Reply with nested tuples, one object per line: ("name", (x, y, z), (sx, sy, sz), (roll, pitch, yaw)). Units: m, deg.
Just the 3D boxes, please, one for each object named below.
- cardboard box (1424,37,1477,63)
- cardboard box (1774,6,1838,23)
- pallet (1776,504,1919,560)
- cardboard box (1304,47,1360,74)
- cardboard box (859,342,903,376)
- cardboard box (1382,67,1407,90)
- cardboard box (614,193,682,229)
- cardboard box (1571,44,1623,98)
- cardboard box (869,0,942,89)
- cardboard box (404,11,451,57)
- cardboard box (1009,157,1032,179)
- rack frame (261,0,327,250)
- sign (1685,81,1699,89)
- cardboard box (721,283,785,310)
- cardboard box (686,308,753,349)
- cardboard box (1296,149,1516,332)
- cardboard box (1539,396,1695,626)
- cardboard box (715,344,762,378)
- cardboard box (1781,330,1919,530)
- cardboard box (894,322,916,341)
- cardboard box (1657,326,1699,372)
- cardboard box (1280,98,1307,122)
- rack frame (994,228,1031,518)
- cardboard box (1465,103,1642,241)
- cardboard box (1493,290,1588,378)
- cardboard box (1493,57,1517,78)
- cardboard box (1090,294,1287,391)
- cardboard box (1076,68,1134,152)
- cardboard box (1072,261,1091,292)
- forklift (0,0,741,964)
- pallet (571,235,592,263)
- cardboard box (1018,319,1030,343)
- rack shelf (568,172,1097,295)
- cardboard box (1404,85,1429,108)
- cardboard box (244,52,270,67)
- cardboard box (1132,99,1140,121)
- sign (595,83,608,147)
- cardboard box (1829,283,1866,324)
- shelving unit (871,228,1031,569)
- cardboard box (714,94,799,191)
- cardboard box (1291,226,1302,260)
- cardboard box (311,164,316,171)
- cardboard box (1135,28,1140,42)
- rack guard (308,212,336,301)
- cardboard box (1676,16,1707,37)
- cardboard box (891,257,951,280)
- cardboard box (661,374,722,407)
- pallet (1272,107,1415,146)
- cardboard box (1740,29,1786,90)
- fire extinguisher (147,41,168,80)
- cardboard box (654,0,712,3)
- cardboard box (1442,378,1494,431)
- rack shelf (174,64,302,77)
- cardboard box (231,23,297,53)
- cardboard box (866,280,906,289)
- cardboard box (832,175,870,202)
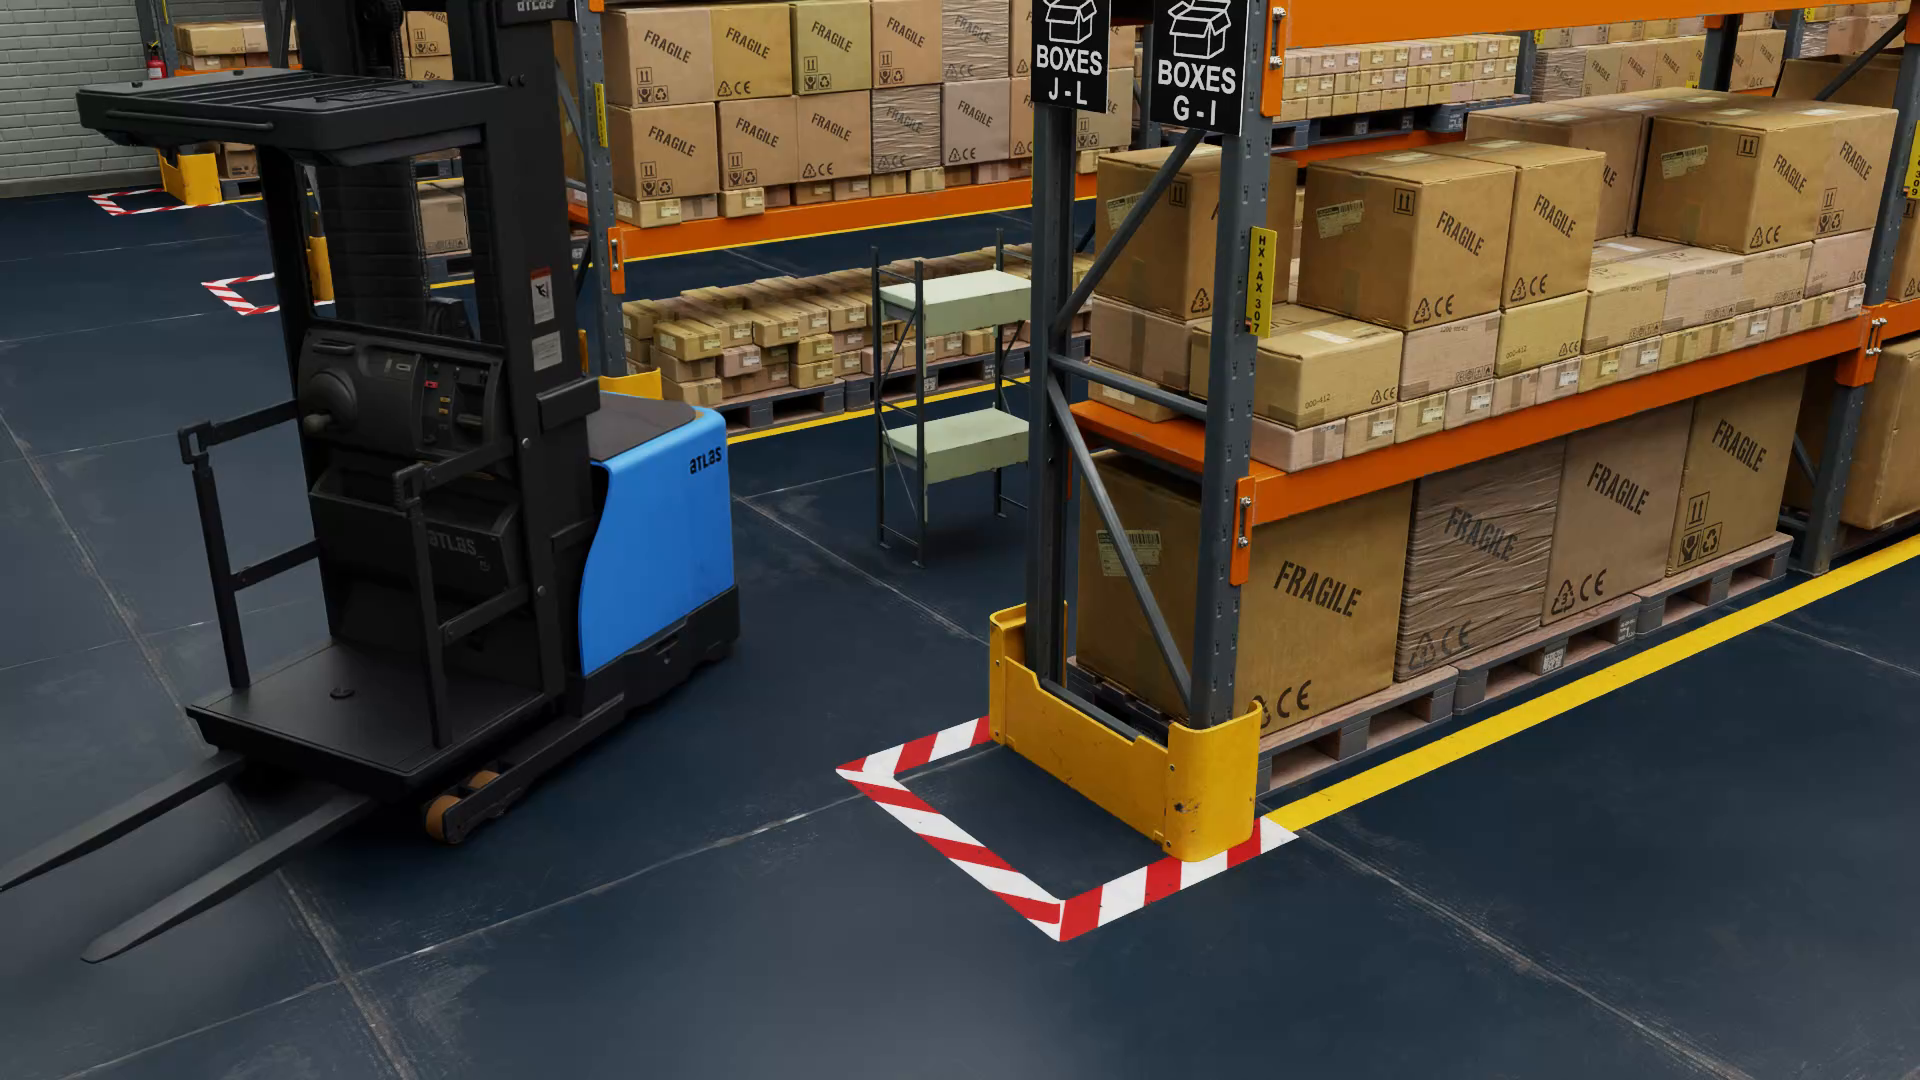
("cardboard box", (3.719, -3.752, 12.720), (0.250, 0.149, 0.380), (-14, 26, -31))
("cardboard box", (7.834, -5.258, 15.866), (0.550, 0.550, 0.875), (-15, 26, -33))
("pallet", (4.417, -0.266, 8.778), (1.213, 0.211, 1.003), (-15, 26, -33))
("cardboard box", (2.658, -3.467, 12.008), (0.250, 0.149, 0.380), (-14, 26, -31))
("cardboard box", (-0.576, -1.179, 10.583), (0.250, 0.149, 0.380), (-16, 27, -35))
("cardboard box", (3.086, -3.444, 12.351), (0.250, 0.149, 0.380), (-14, 26, -32))
("cardboard box", (-1.772, -1.874, 9.386), (0.250, 0.149, 0.380), (-15, 26, -33))
("cardboard box", (5.200, -3.925, 14.049), (0.500, 0.500, 0.500), (-15, 26, -33))
("cardboard box", (-0.454, -3.014, 10.018), (0.500, 0.500, 0.500), (-16, 27, -34))
("cardboard box", (-4.228, -4.130, 13.215), (0.500, 0.500, 0.500), (-16, 27, -34))
("cardboard box", (0.279, -2.473, 10.885), (0.250, 0.149, 0.380), (-16, 27, -34))
("rack frame", (-5.200, -3.487, 13.088), (0.127, 3.000, 1.000), (-15, 26, -33))
("sign", (3.510, -2.034, 7.990), (0.005, 0.325, 0.100), (-15, 26, -33))
("cardboard box", (-1.324, -1.526, 10.651), (0.250, 0.149, 0.380), (-16, 27, -35))
("cardboard box", (-1.449, -1.274, 10.019), (0.250, 0.149, 0.380), (-14, 26, -32))
("cardboard box", (1.541, -1.053, 5.778), (0.500, 0.500, 0.500), (-16, 27, -34))
("cardboard box", (2.522, -0.266, 7.316), (0.875, 0.875, 0.875), (-15, 26, -33))
("cardboard box", (-1.396, -1.107, 10.002), (0.250, 0.149, 0.380), (-15, 26, -33))
("cardboard box", (4.343, -0.724, 8.464), (0.875, 0.875, 1.225), (-15, 26, -33))
("cardboard box", (-0.397, -1.422, 10.792), (0.250, 0.149, 0.380), (-14, 25, -30))
("cardboard box", (2.736, -0.812, 6.723), (0.250, 0.149, 0.380), (-15, 26, -34))
("cardboard box", (2.240, -3.079, 11.839), (0.250, 0.149, 0.380), (-15, 26, -32))
("rack frame", (0.303, -0.777, 8.321), (0.023, 1.500, 0.400), (-15, 26, -33))
("cardboard box", (2.473, -1.543, 7.005), (0.500, 0.500, 0.500), (-16, 27, -34))
("cardboard box", (1.963, -0.819, 6.202), (0.500, 0.250, 0.500), (-16, 27, -35))
("cardboard box", (4.132, -3.724, 13.052), (0.250, 0.149, 0.380), (-14, 26, -32))
("cardboard box", (0.826, -0.759, 6.052), (0.500, 0.250, 0.500), (-15, 26, -34))
("cardboard box", (0.793, -2.880, 11.031), (0.500, 0.500, 0.500), (-15, 26, -33))
("cardboard box", (0.699, -1.810, 11.363), (0.250, 0.149, 0.380), (-15, 26, -32))
("forklift", (-2.076, -0.498, 5.689), (1.130, 2.935, 3.031), (11, 24, 26))
("pallet", (-3.607, -2.651, 14.755), (1.213, 0.211, 1.003), (-15, 26, -33))
("cardboard box", (0.464, -1.461, 11.291), (0.250, 0.149, 0.380), (-16, 27, -35))
("rack shelf", (-0.603, -2.118, 10.629), (4.000, 0.370, 1.077), (-15, 26, -33))
("cardboard box", (3.302, -3.364, 12.552), (0.250, 0.149, 0.380), (-16, 27, -35))
("cardboard box", (-7.302, -4.988, 17.187), (0.250, 0.149, 0.380), (-15, 26, -34))
("cardboard box", (1.227, -3.109, 11.914), (0.250, 0.149, 0.380), (-16, 27, -34))
("sign", (-1.910, -2.259, 8.841), (0.005, 0.325, 0.100), (-15, 26, -33))
("cardboard box", (3.779, -1.090, 7.420), (0.250, 0.149, 0.380), (-15, 26, -33))
("shelving unit", (0.005, -0.698, 8.122), (0.755, 1.500, 0.431), (-15, 26, -33))
("cardboard box", (-1.281, -2.342, 9.682), (0.500, 0.500, 0.500), (-15, 26, -33))
("cardboard box", (2.203, -2.115, 12.455), (0.500, 0.500, 0.500), (-14, 25, -30))
("cardboard box", (-6.833, -4.291, 17.908), (0.500, 0.500, 0.700), (-14, 26, -31))
("cardboard box", (1.667, -5.311, 17.432), (0.250, 0.149, 0.380), (-17, 27, -36))
("rack guard", (-5.219, -2.321, 13.538), (0.348, 0.500, 1.175), (-15, 26, -33))
("cardboard box", (6.288, -4.797, 14.888), (0.500, 0.500, 0.700), (-15, 26, -32))
("cardboard box", (-0.268, -1.815, 11.376), (0.250, 0.149, 0.380), (-14, 26, -32))
("cardboard box", (-1.614, -0.908, 9.904), (0.250, 0.149, 0.380), (-14, 26, -32))
("pallet", (2.684, -3.221, 12.681), (1.213, 0.211, 1.003), (-15, 26, -33))
("cardboard box", (7.247, -4.470, 15.416), (0.500, 0.500, 0.500), (-15, 26, -33))
("fire extinguisher", (-7.951, -4.599, 16.483), (0.183, 0.674, 0.296), (-15, 26, -33))
("cardboard box", (-1.589, -2.952, 9.862), (0.500, 0.500, 0.500), (-16, 27, -35))
("cardboard box", (1.695, -0.535, 6.028), (0.250, 0.149, 0.380), (-15, 26, -34))
("rack shelf", (-6.478, -5.078, 18.046), (4.000, 0.370, 1.077), (-15, 26, -33))
("cardboard box", (-7.167, -5.174, 17.117), (0.500, 0.250, 0.500), (-15, 26, -32))
("cardboard box", (-0.398, -1.552, 10.716), (0.250, 0.149, 0.380), (-15, 26, -33))
("cardboard box", (-0.759, -2.178, 10.145), (0.250, 0.149, 0.380), (-16, 27, -34))
